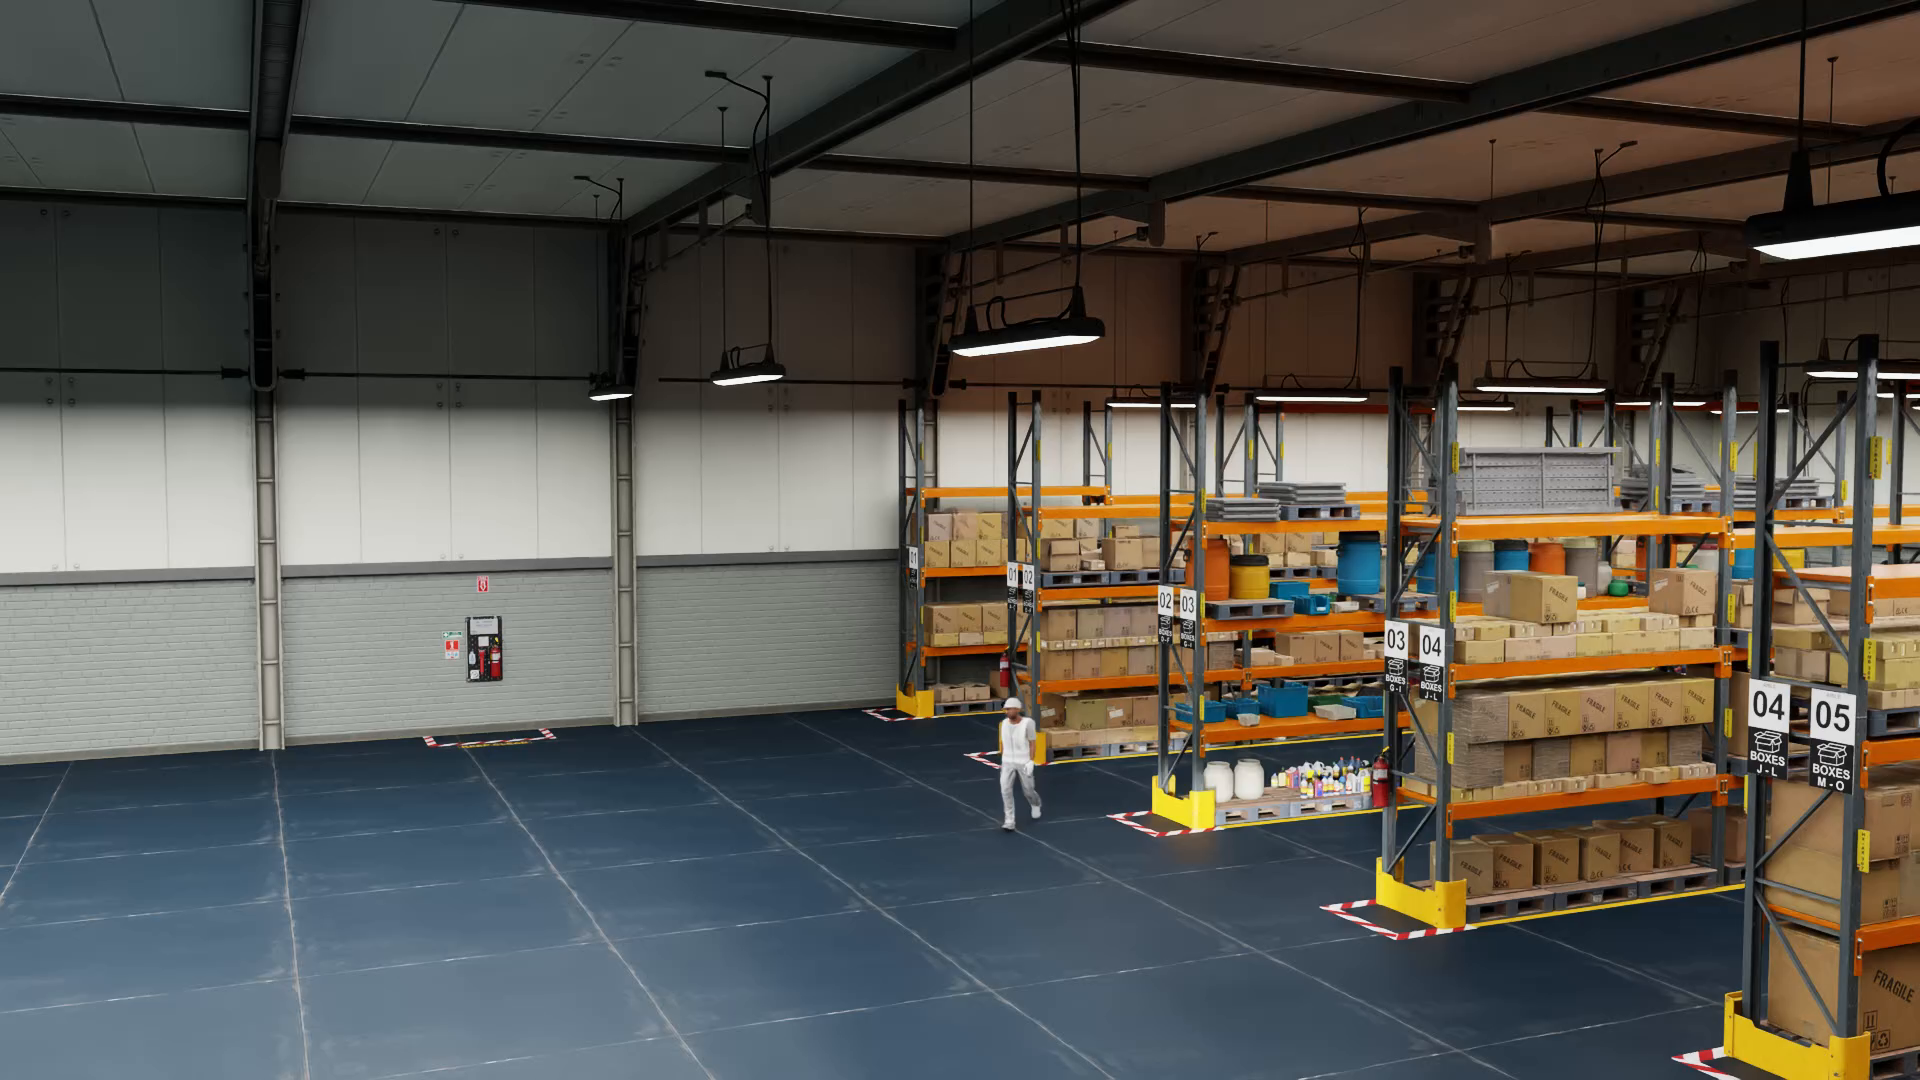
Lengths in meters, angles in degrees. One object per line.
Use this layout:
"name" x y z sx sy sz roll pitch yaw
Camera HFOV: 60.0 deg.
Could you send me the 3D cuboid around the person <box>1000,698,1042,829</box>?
"person" 0.774 2.990 22.334 0.554 1.743 0.931 1 4 23
